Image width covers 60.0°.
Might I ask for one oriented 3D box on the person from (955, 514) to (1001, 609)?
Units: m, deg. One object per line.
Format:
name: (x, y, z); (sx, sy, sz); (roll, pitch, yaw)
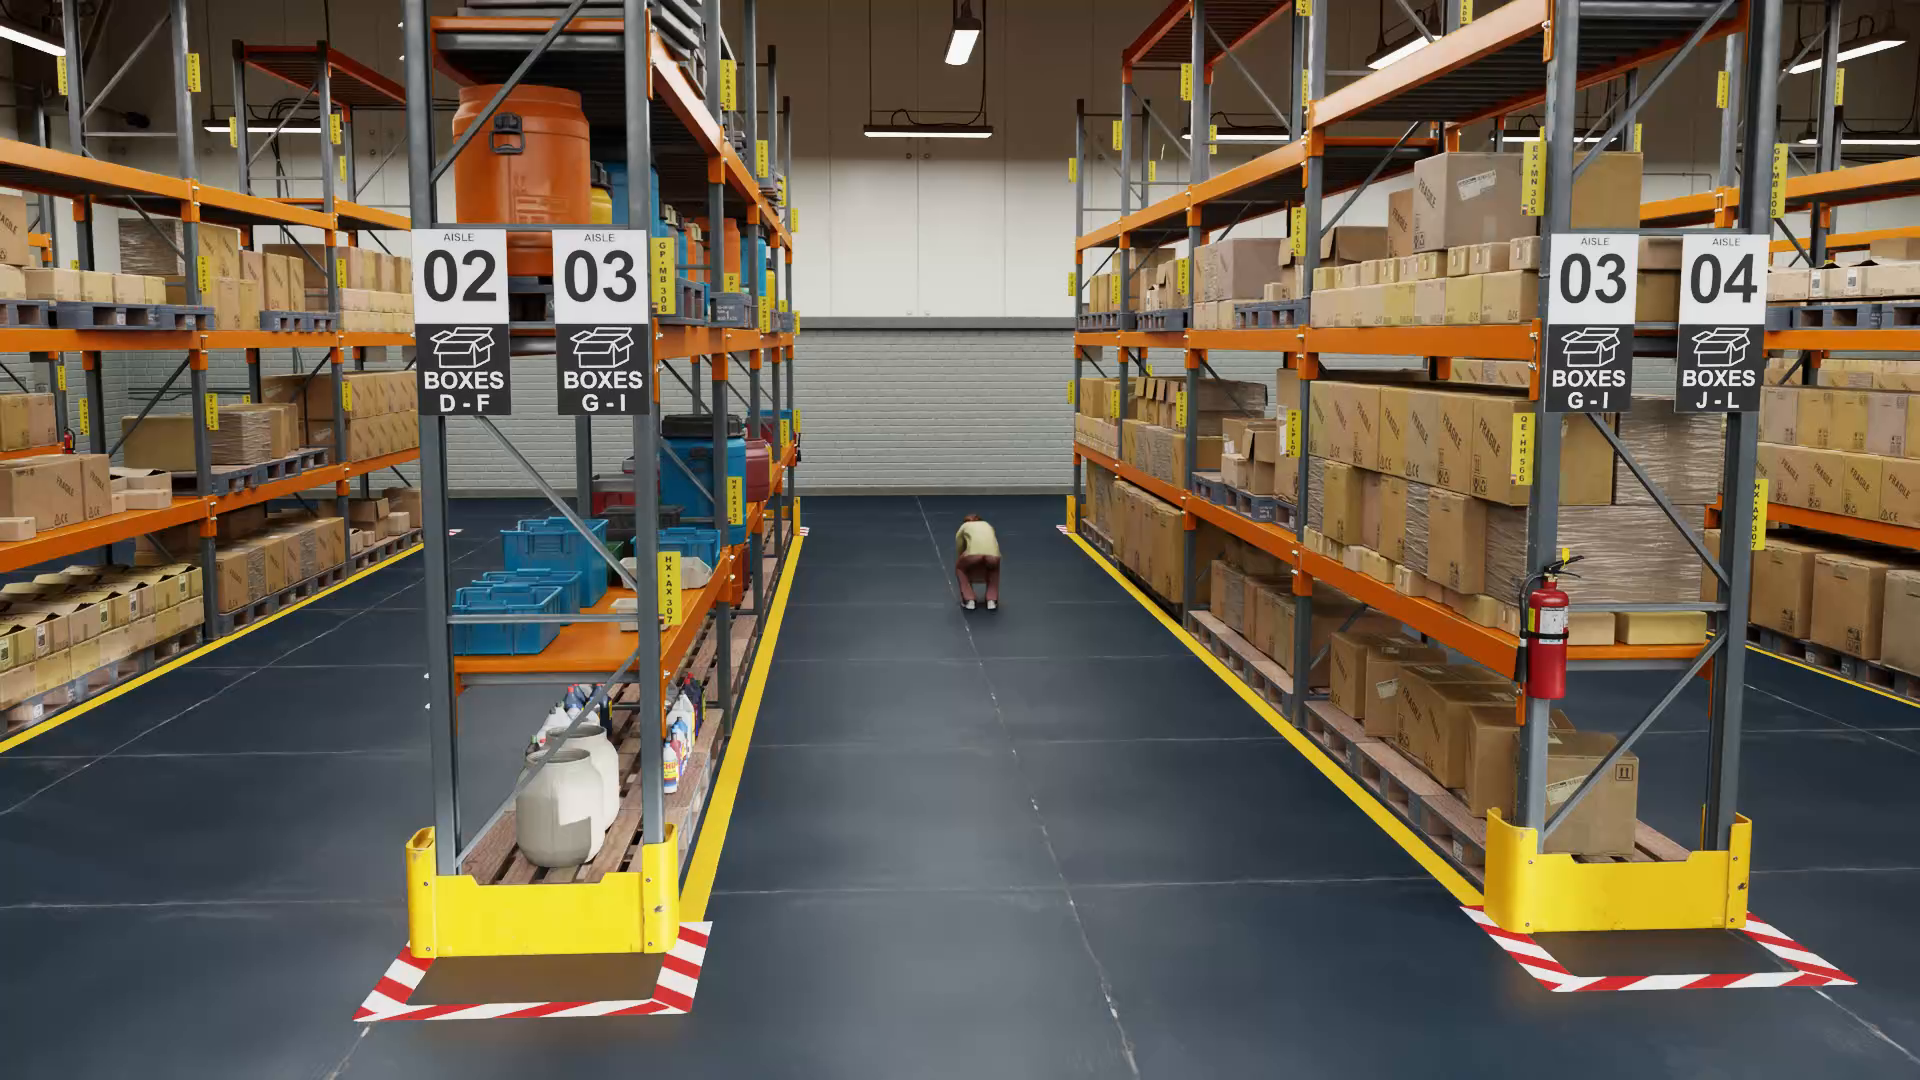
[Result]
person: (0.188, 0.220, 17.088); (0.469, 0.921, 0.839); (-1, 7, -6)
